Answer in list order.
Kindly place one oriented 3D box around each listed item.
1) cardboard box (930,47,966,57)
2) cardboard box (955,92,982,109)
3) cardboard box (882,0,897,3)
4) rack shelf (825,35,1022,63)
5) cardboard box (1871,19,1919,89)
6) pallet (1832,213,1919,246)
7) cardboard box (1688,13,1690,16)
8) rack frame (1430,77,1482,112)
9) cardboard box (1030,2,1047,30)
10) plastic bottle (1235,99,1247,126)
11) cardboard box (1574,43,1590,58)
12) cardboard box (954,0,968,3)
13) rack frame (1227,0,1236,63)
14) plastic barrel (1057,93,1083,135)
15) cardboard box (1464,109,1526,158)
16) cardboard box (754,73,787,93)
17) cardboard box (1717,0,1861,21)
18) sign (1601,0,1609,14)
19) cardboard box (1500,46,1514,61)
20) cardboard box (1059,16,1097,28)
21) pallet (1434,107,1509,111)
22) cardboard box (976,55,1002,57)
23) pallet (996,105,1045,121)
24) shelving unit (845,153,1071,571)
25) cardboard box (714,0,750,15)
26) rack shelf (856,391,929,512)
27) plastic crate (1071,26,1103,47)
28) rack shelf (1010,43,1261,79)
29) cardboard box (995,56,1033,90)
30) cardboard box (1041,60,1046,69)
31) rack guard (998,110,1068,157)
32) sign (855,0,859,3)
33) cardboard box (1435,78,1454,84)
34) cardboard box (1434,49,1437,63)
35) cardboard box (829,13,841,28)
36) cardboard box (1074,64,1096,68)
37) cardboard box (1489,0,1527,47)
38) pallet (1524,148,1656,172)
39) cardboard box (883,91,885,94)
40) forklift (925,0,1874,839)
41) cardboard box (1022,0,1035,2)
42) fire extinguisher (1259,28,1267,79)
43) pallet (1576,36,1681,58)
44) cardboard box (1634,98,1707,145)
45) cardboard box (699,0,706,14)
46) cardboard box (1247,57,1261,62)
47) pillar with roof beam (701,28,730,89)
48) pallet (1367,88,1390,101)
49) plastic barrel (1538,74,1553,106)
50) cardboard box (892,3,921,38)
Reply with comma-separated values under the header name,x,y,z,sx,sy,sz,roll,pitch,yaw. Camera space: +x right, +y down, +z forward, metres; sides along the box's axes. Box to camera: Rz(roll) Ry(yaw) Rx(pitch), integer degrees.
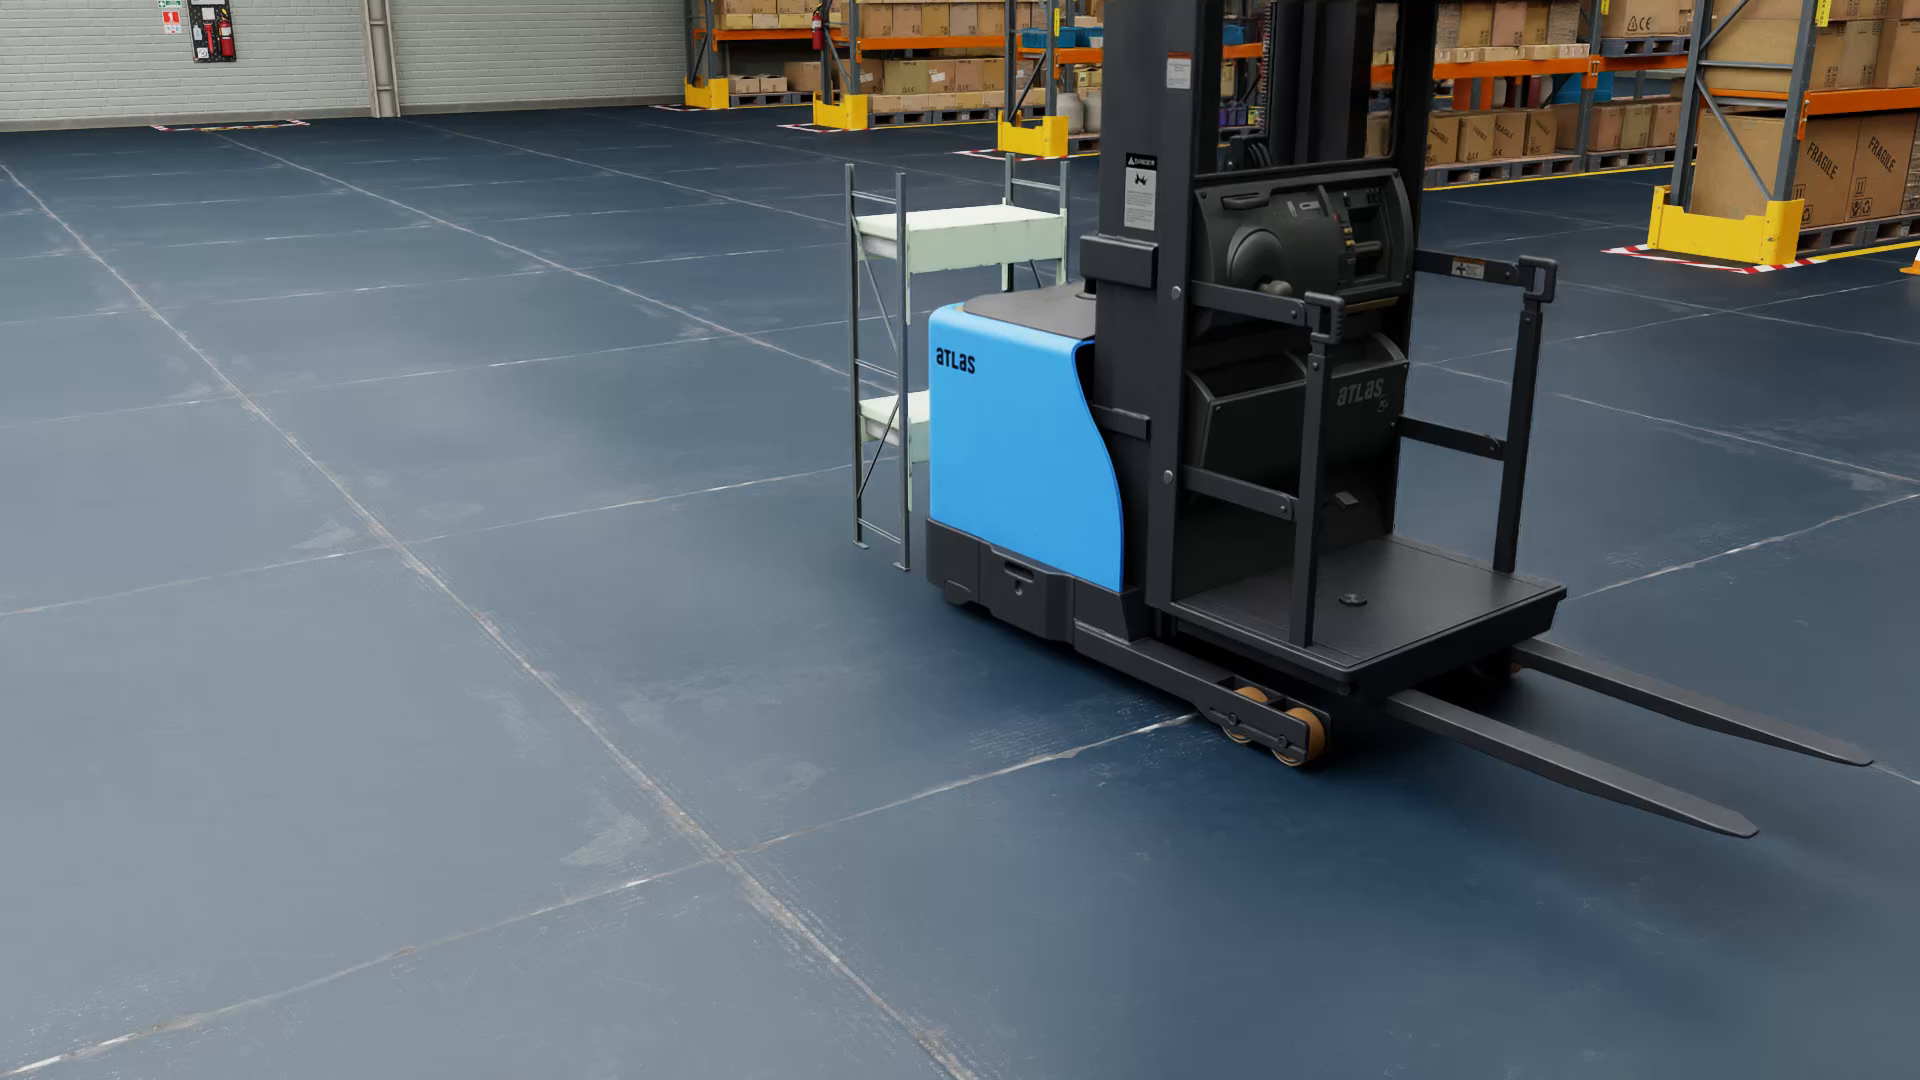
name,x,y,z,sx,sy,sz,roll,pitch,yaw
cardboard box,-0.233,-9.393,31.892,0.500,0.250,0.500,-12,22,-33
cardboard box,0.006,-6.968,26.308,0.500,0.250,0.500,-12,22,-31
cardboard box,-1.152,-8.186,25.105,0.250,0.149,0.380,-13,22,-33
rack shelf,-0.147,-7.784,26.209,4.000,0.370,1.077,-12,22,-31
cardboard box,7.540,-4.094,13.936,0.550,0.550,0.875,-12,22,-31
pallet,7.914,-2.832,14.792,1.213,0.211,1.003,-12,22,-31
cardboard box,8.783,-6.425,20.646,0.500,0.250,0.500,-13,22,-33
rack frame,7.585,-7.856,25.299,0.127,3.000,1.000,-12,22,-31
cardboard box,1.156,-8.445,26.883,0.500,0.500,0.700,-13,22,-33
plastic bottle,3.865,-5.914,23.005,0.185,0.351,0.144,-13,22,-33
cardboard box,6.950,-5.591,18.992,0.250,0.149,0.380,-12,22,-31
cardboard box,-0.087,-8.409,25.766,0.250,0.149,0.380,-12,22,-31
rack frame,5.477,-11.210,35.221,0.127,3.000,1.000,-12,22,-31
plastic barrel,1.411,-5.604,21.865,0.421,0.512,0.421,0,19,0
cardboard box,6.138,-4.679,19.148,0.500,0.500,0.500,-5,19,-14
cardboard box,-3.442,-8.230,29.915,0.500,0.311,0.500,-10,21,-27
cardboard box,6.602,-4.415,13.201,0.550,0.550,0.875,-12,22,-31
sign,7.273,-6.093,18.732,0.005,0.325,0.100,-12,22,-31
cardboard box,5.879,-5.384,18.380,0.250,0.149,0.380,-12,22,-31
cardboard box,1.910,-8.504,27.451,0.500,0.250,0.500,-10,21,-28
pallet,8.221,-6.685,26.189,1.213,0.211,1.003,-12,22,-31
cardboard box,0.550,-7.641,27.128,0.500,0.500,0.500,-12,22,-31
pallet,0.836,-7.027,27.201,1.213,0.211,1.003,-12,22,-31
shelving unit,-0.006,-0.709,6.501,0.755,1.500,0.431,-12,22,-31
cardboard box,-3.981,-9.394,28.881,0.500,0.500,0.500,-12,22,-31
rack shelf,-0.006,-0.400,6.606,0.720,0.370,0.431,-12,22,-31
plastic crate,1.703,-6.657,21.986,0.408,0.251,0.499,-12,22,-31
rack shelf,2.574,-6.458,22.288,4.000,0.370,1.077,-12,22,-31
cardboard box,0.832,-7.504,26.723,0.500,0.500,0.500,-12,22,-31
cardboard box,1.564,-9.389,33.051,0.500,0.500,0.700,-12,22,-31
rack guard,0.941,-5.289,21.608,0.348,0.500,1.175,-12,22,-31
sign,-1.517,-8.071,24.458,0.005,0.325,0.100,-12,22,-31
cardboard box,9.391,-8.923,32.193,0.250,0.166,0.380,-12,22,-31
cardboard box,4.843,-5.160,17.717,0.250,0.149,0.380,-12,22,-31
cardboard box,-2.266,-9.397,30.060,0.500,0.250,0.500,-12,22,-32
cardboard box,2.135,-7.880,28.133,0.500,0.311,0.500,-11,22,-30
cardboard box,5.759,-5.759,18.474,0.500,0.500,0.875,-12,22,-31
pallet,7.618,-4.643,20.149,1.213,0.211,1.003,-12,22,-31
cardboard box,-1.121,-6.934,26.208,0.500,0.250,0.500,-12,22,-31
forklift,1.188,-0.915,4.874,1.130,2.935,3.031,-14,23,-36
cardboard box,0.989,-8.637,26.439,0.250,0.149,0.380,-13,22,-33
fire extinguisher,3.279,-5.189,17.529,0.183,0.674,0.296,-12,22,-31
pallet,7.687,-5.831,19.610,1.213,0.211,1.003,-12,22,-31
cardboard box,8.835,-5.229,20.745,0.500,0.500,0.700,-10,21,-27
cardboard box,-4.268,-9.530,29.283,0.500,0.500,0.500,-12,22,-32
cardboard box,5.561,-8.800,30.135,0.500,0.250,0.500,-11,22,-29
pillar with roof beam,-2.069,-11.142,25.651,0.400,9.000,9.100,-12,22,-31
pallet,7.546,-8.412,31.297,1.213,0.211,1.003,-12,22,-31
plastic barrel,9.350,-7.289,26.852,0.421,0.512,0.421,0,19,0
cardboard box,-0.985,-7.992,25.546,0.500,0.500,0.700,-11,22,-30
